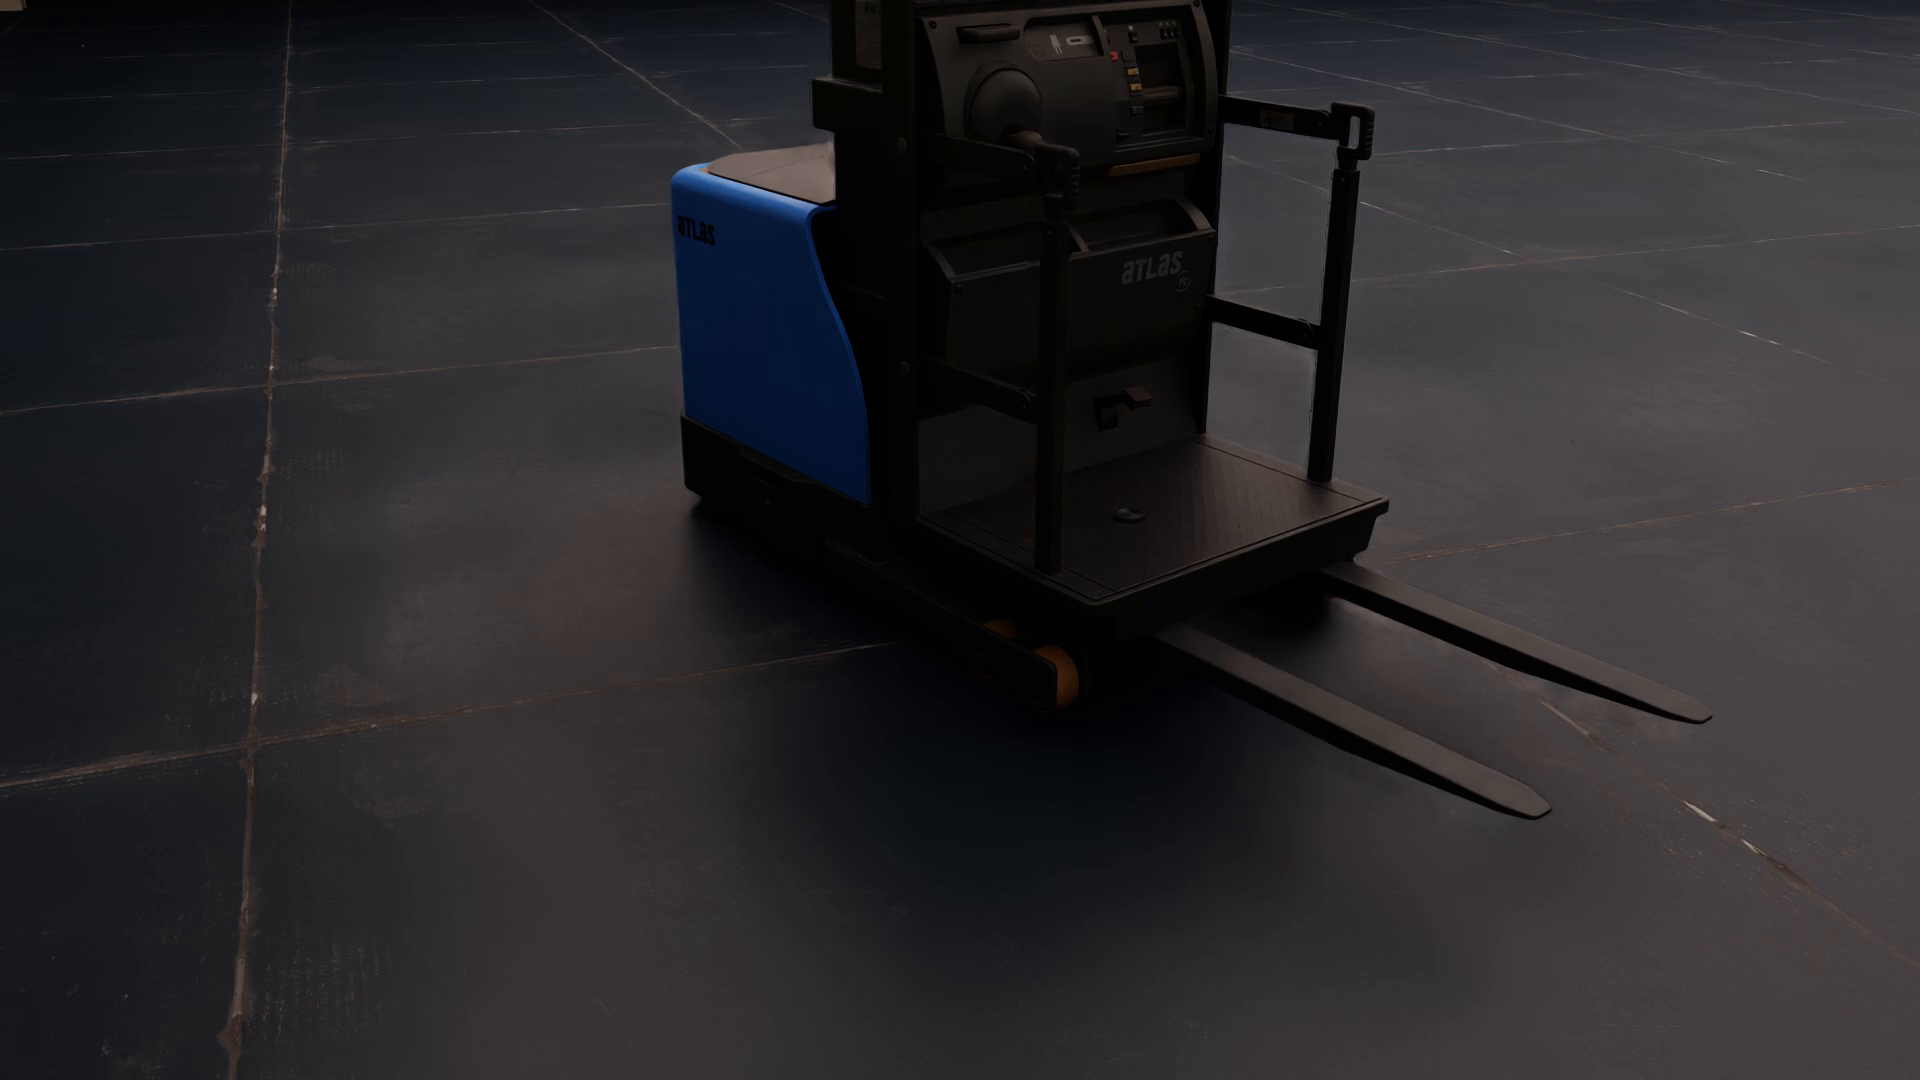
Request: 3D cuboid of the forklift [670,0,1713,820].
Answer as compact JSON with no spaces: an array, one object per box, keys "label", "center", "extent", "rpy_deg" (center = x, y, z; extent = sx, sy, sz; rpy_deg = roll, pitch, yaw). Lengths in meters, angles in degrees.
[{"label":"forklift","center":[0.429,-1.145,4.021],"extent":[1.130,2.935,3.031],"rpy_deg":[-17,28,-35]}]
